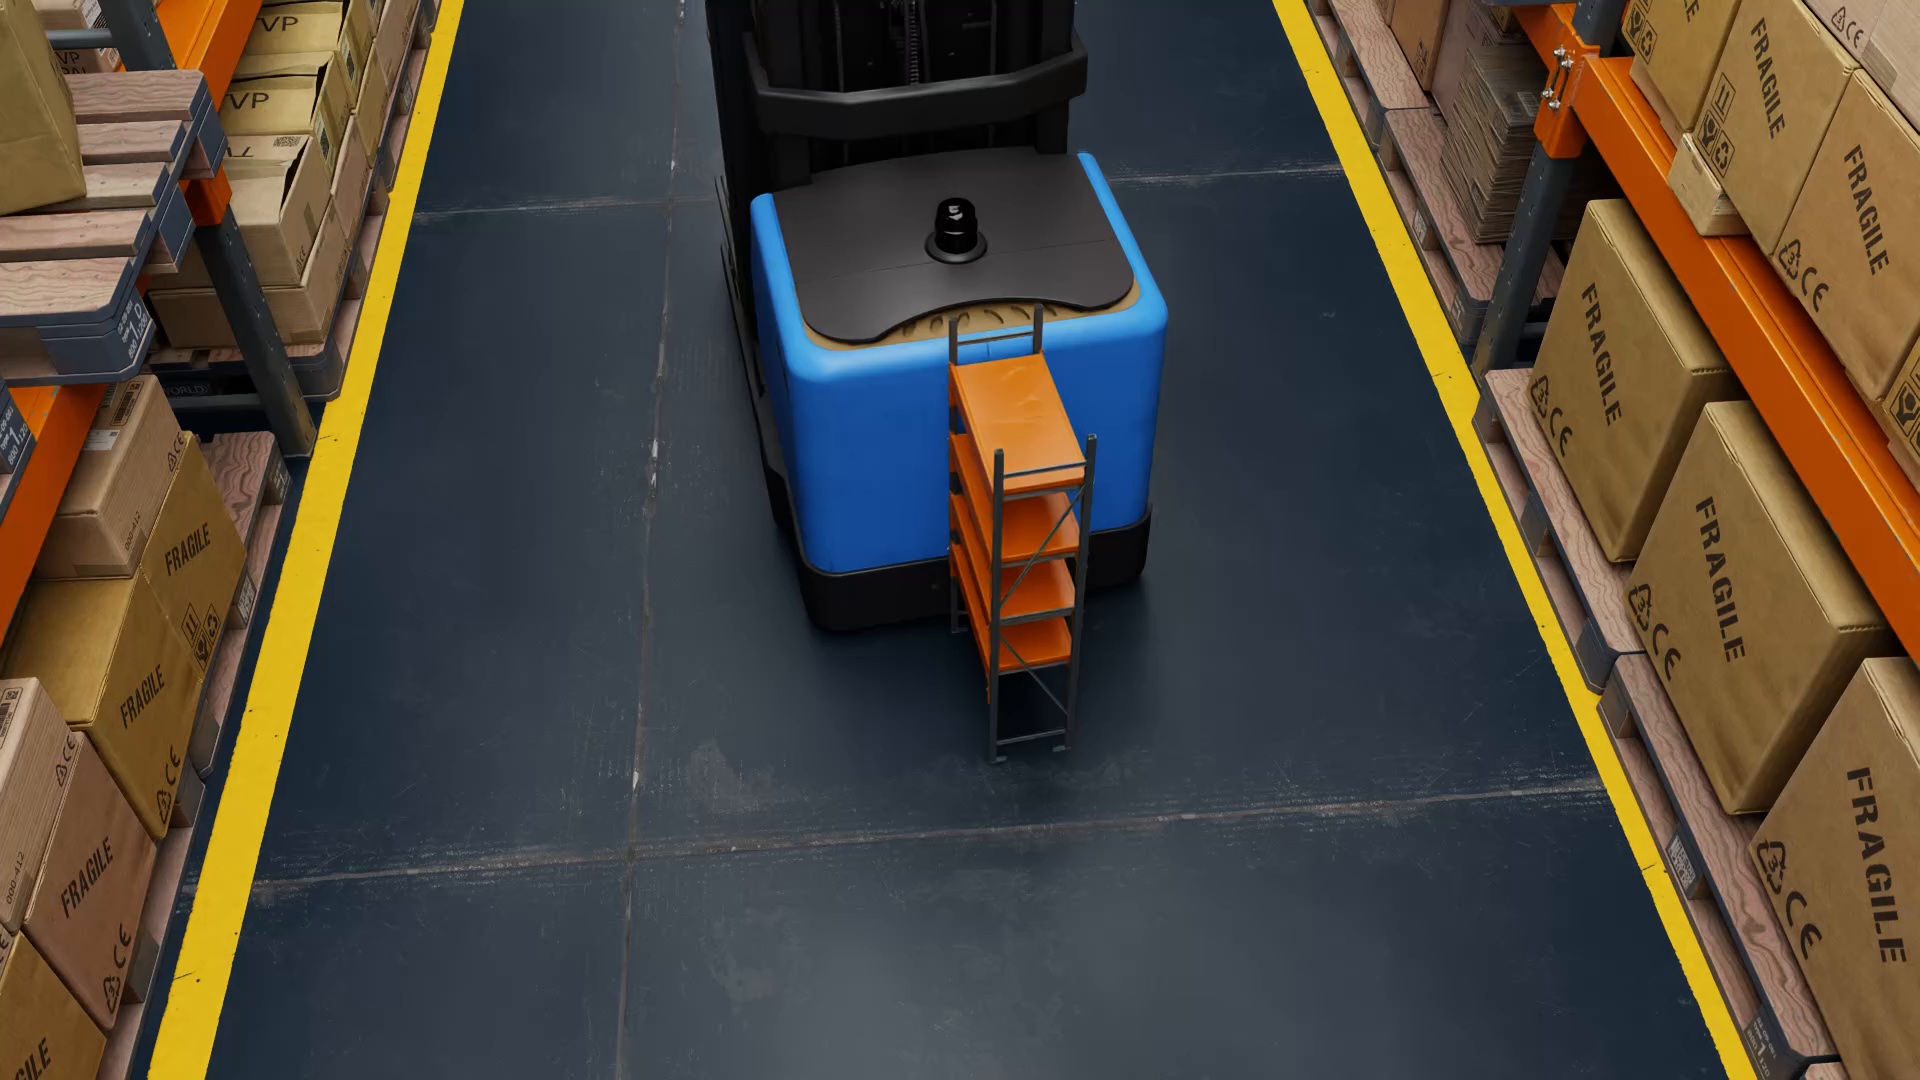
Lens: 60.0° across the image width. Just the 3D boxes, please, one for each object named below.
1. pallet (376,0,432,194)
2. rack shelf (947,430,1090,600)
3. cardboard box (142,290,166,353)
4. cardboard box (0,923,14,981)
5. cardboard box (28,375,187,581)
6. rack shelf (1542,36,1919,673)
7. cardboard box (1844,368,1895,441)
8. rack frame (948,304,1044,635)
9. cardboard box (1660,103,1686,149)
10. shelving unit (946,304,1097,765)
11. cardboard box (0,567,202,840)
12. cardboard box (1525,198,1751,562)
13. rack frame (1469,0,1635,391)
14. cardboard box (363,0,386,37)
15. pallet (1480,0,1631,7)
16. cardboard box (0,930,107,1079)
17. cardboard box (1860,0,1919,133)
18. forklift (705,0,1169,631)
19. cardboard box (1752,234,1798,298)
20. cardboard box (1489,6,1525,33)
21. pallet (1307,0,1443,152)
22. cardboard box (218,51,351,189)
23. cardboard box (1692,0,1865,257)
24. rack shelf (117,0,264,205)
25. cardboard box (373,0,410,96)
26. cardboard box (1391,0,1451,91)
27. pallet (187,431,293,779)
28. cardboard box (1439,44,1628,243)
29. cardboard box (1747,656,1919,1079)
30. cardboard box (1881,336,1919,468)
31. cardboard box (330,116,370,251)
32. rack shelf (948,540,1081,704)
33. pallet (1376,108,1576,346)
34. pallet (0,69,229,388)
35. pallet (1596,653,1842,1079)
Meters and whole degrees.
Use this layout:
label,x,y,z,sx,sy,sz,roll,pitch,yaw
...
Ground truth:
label,x,y,z,sx,sy,sz,roll,pitch,yaw
pallet,-2.779,-1.833,6.841,1.003,0.211,1.213,-3,47,-3
rack shelf,0.143,-0.089,4.292,0.258,0.148,0.480,-9,47,-9
cardboard box,-2.937,-0.878,5.620,0.500,0.250,0.500,-2,47,-2
cardboard box,-2.197,0.943,3.193,0.500,0.250,0.500,-3,47,-3
cardboard box,-2.329,-0.160,4.238,0.500,0.250,0.500,-2,47,-2
rack shelf,2.453,0.077,3.606,1.077,0.370,4.000,-3,47,-3
cardboard box,2.218,-0.356,3.681,0.380,0.149,0.250,-3,47,-3
rack frame,0.090,-0.154,4.569,0.240,1.200,0.015,-9,47,-9
cardboard box,2.095,-1.102,4.387,0.380,0.149,0.250,-3,47,-3
shelving unit,0.143,0.019,4.406,0.258,1.200,0.503,-9,47,-9
cardboard box,-2.295,0.432,4.194,0.500,0.500,0.500,-5,47,-5
cardboard box,2.217,-0.482,4.832,0.750,0.750,0.750,-4,47,-4
rack frame,2.286,-1.617,4.716,1.000,3.000,0.127,-3,47,-3
cardboard box,-2.538,-2.222,6.507,0.500,0.311,0.500,-4,47,-4
pallet,2.120,-2.060,5.267,1.213,0.211,1.003,-3,47,-3
cardboard box,-2.203,1.177,3.488,0.500,0.500,0.500,-3,47,-3
cardboard box,2.158,-0.924,3.255,0.500,0.250,0.500,-3,47,-3
forklift,-0.254,-1.831,4.966,1.130,2.935,3.031,-9,47,-9
cardboard box,2.177,-0.731,4.035,0.380,0.149,0.250,-4,47,-4
cardboard box,2.188,-2.101,6.076,0.500,0.250,0.500,-3,47,-3
pallet,2.123,-2.104,7.098,1.003,0.211,1.213,-3,47,-3
cardboard box,-2.454,-1.481,5.805,0.500,0.311,0.500,-5,47,-4
cardboard box,2.106,-1.014,3.857,0.500,0.500,0.500,-2,47,-2
rack shelf,-2.818,-2.513,6.059,1.077,0.370,4.000,-3,47,-3
cardboard box,-2.536,-2.019,6.701,0.500,0.250,0.500,-3,47,-2
cardboard box,2.176,-2.164,6.652,0.700,0.500,0.500,-4,47,-4
pallet,-2.625,0.188,4.927,1.003,0.211,1.213,-3,47,-3
cardboard box,2.174,-1.427,5.954,0.700,0.500,0.500,-3,47,-3
cardboard box,2.359,0.766,3.650,0.750,0.750,0.750,-2,47,-2
cardboard box,2.198,-0.279,3.161,0.500,0.500,0.500,-2,47,-2
cardboard box,-2.444,-1.273,5.994,0.500,0.250,0.500,-5,47,-4
rack shelf,0.143,0.202,4.599,0.258,0.148,0.480,-9,47,-9
pallet,2.222,-1.224,6.264,1.003,0.211,1.213,-3,47,-3
pallet,-2.524,-0.761,4.037,1.213,0.211,1.003,-3,47,-3
pallet,2.376,0.797,4.349,1.003,0.211,1.213,-3,47,-3
